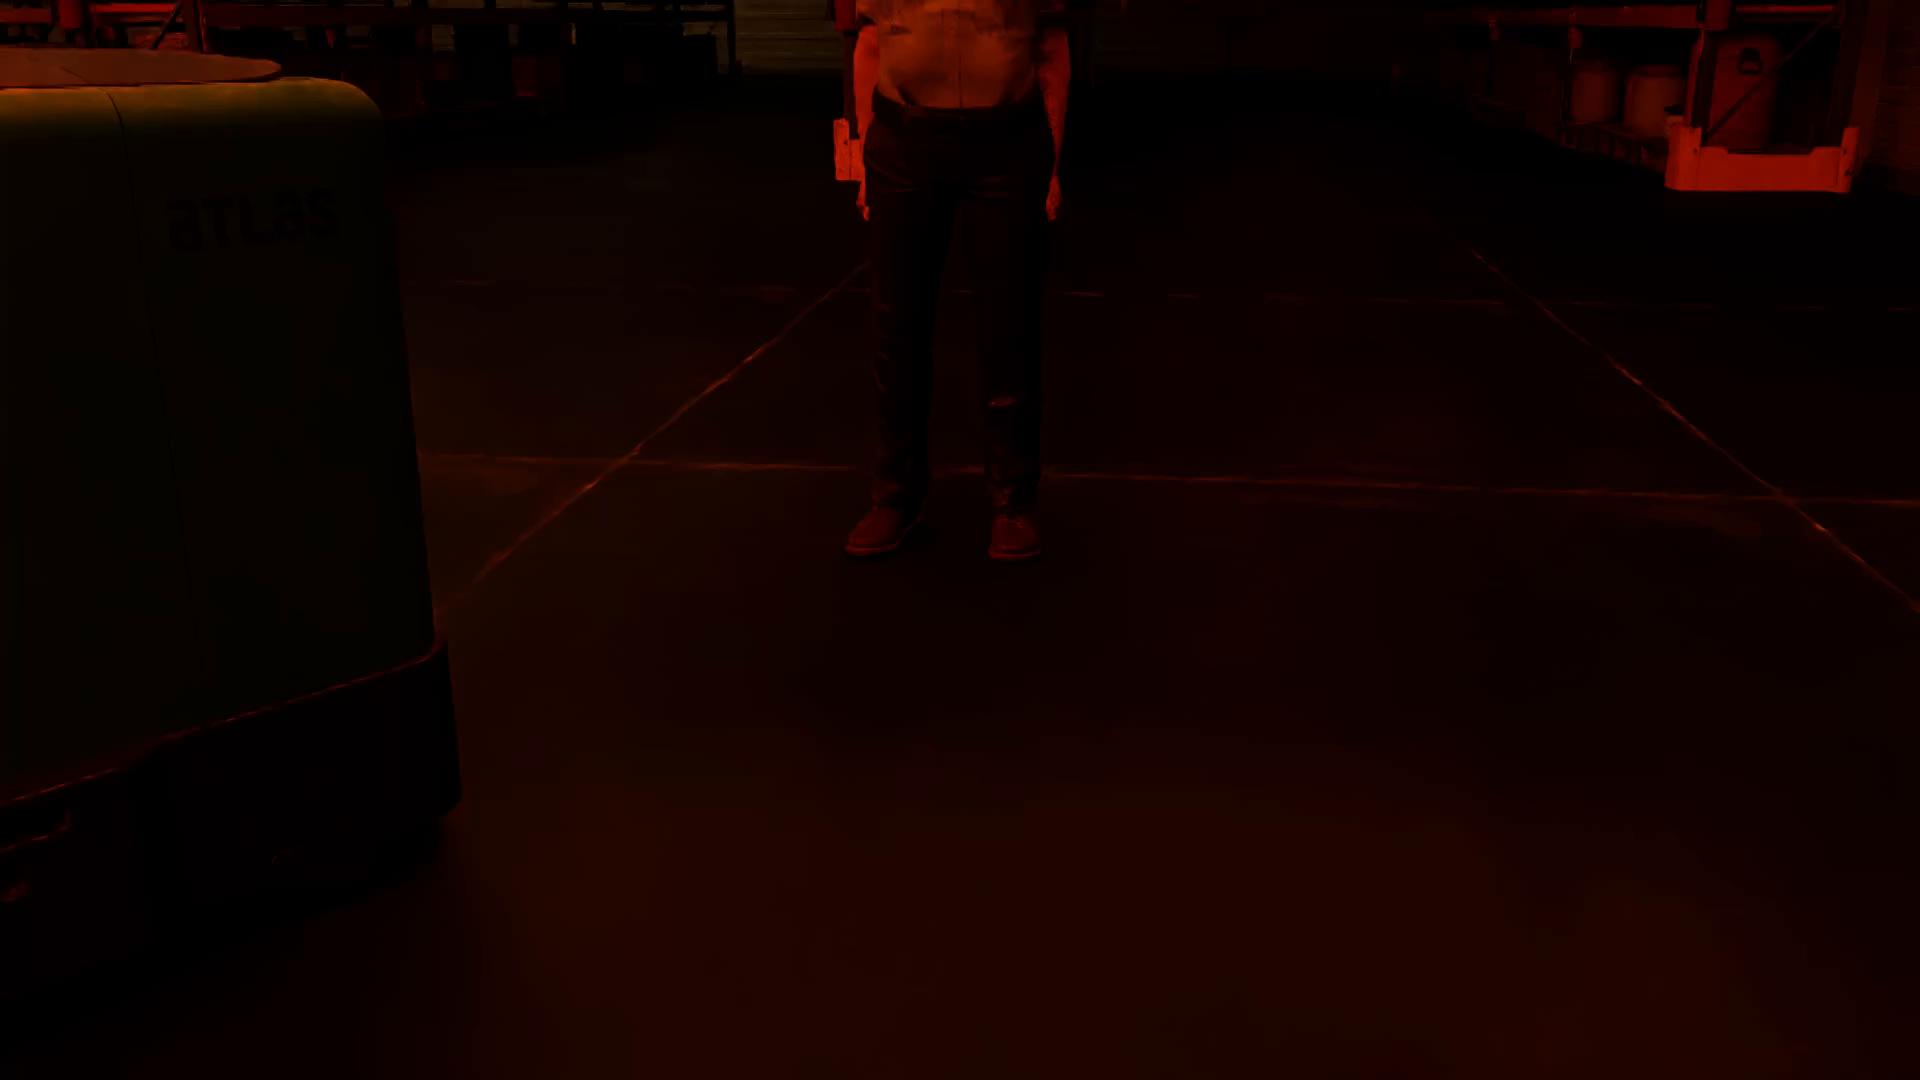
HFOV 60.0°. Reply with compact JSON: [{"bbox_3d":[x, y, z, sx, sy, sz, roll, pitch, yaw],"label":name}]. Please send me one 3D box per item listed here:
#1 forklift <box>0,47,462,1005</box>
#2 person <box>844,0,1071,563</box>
[{"bbox_3d":[-2.081,-0.722,1.242,1.130,2.935,3.031,15,23,40],"label":"forklift"},{"bbox_3d":[-0.010,-0.773,3.567,0.480,1.639,0.349,2,18,7],"label":"person"}]
